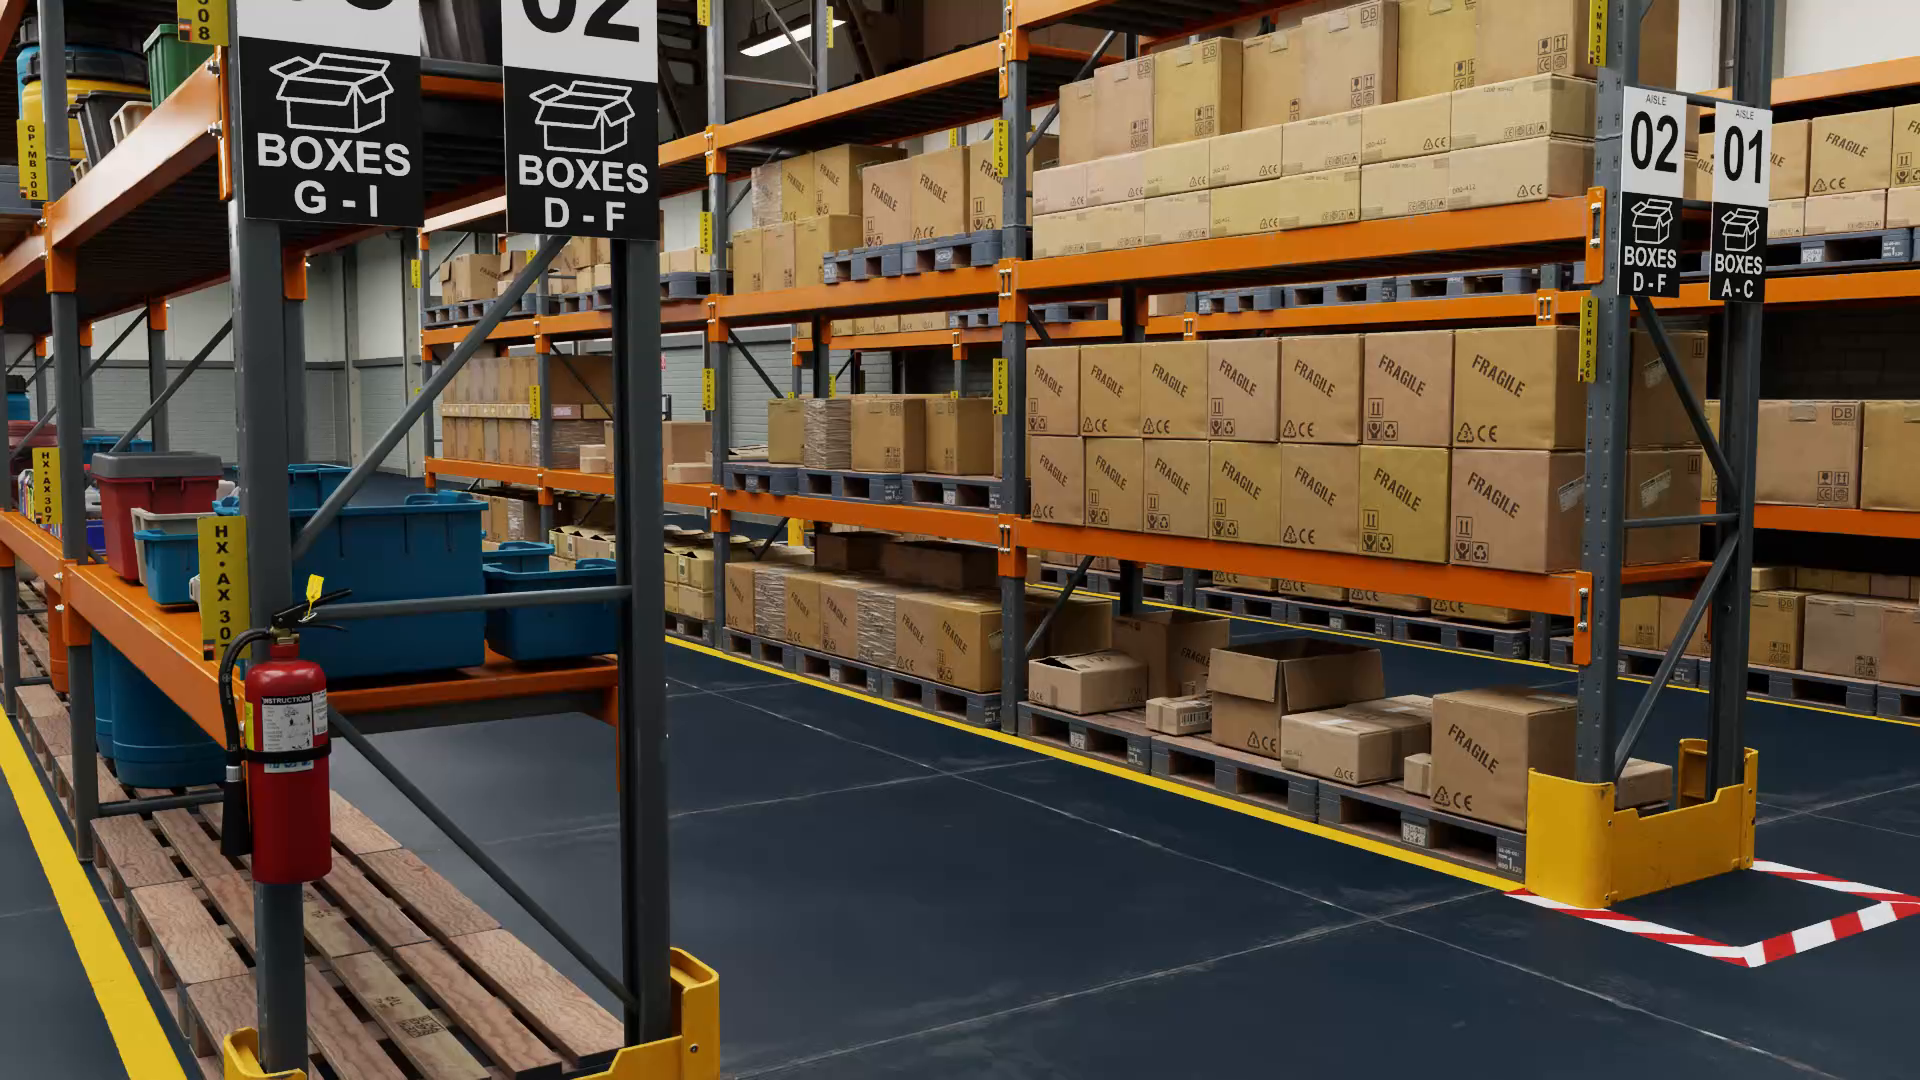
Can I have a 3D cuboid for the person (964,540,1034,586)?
[{"bbox_3d":[0.316,0.169,16.335,0.806,0.918,0.446,-3,6,-34],"label":"person"}]
